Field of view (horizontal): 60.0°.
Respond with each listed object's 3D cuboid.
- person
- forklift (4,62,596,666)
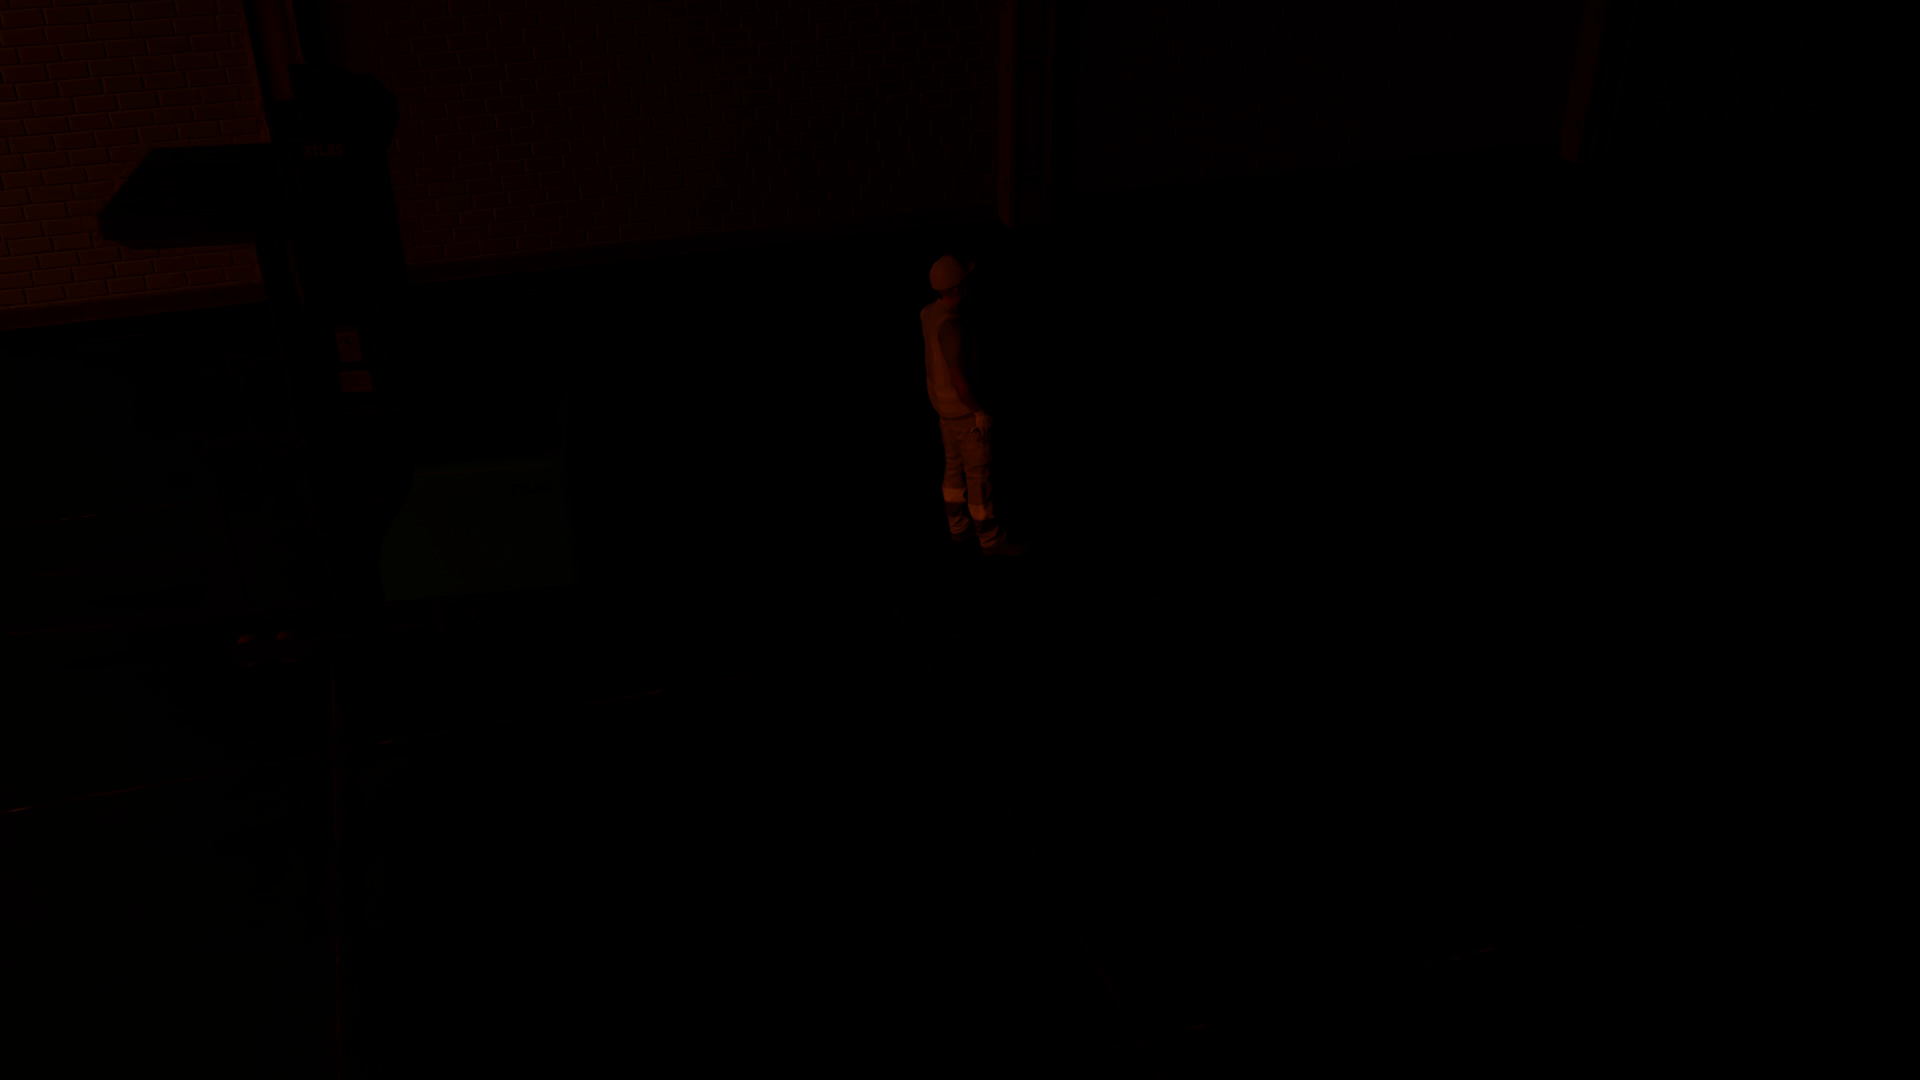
[{"bbox_3d":[0.080,-0.789,9.588,0.564,1.787,0.637,-10,31,-16],"label":"person"},{"bbox_3d":[-3.586,-0.883,8.622,3.031,2.935,1.130,-5,30,-9],"label":"forklift"}]
